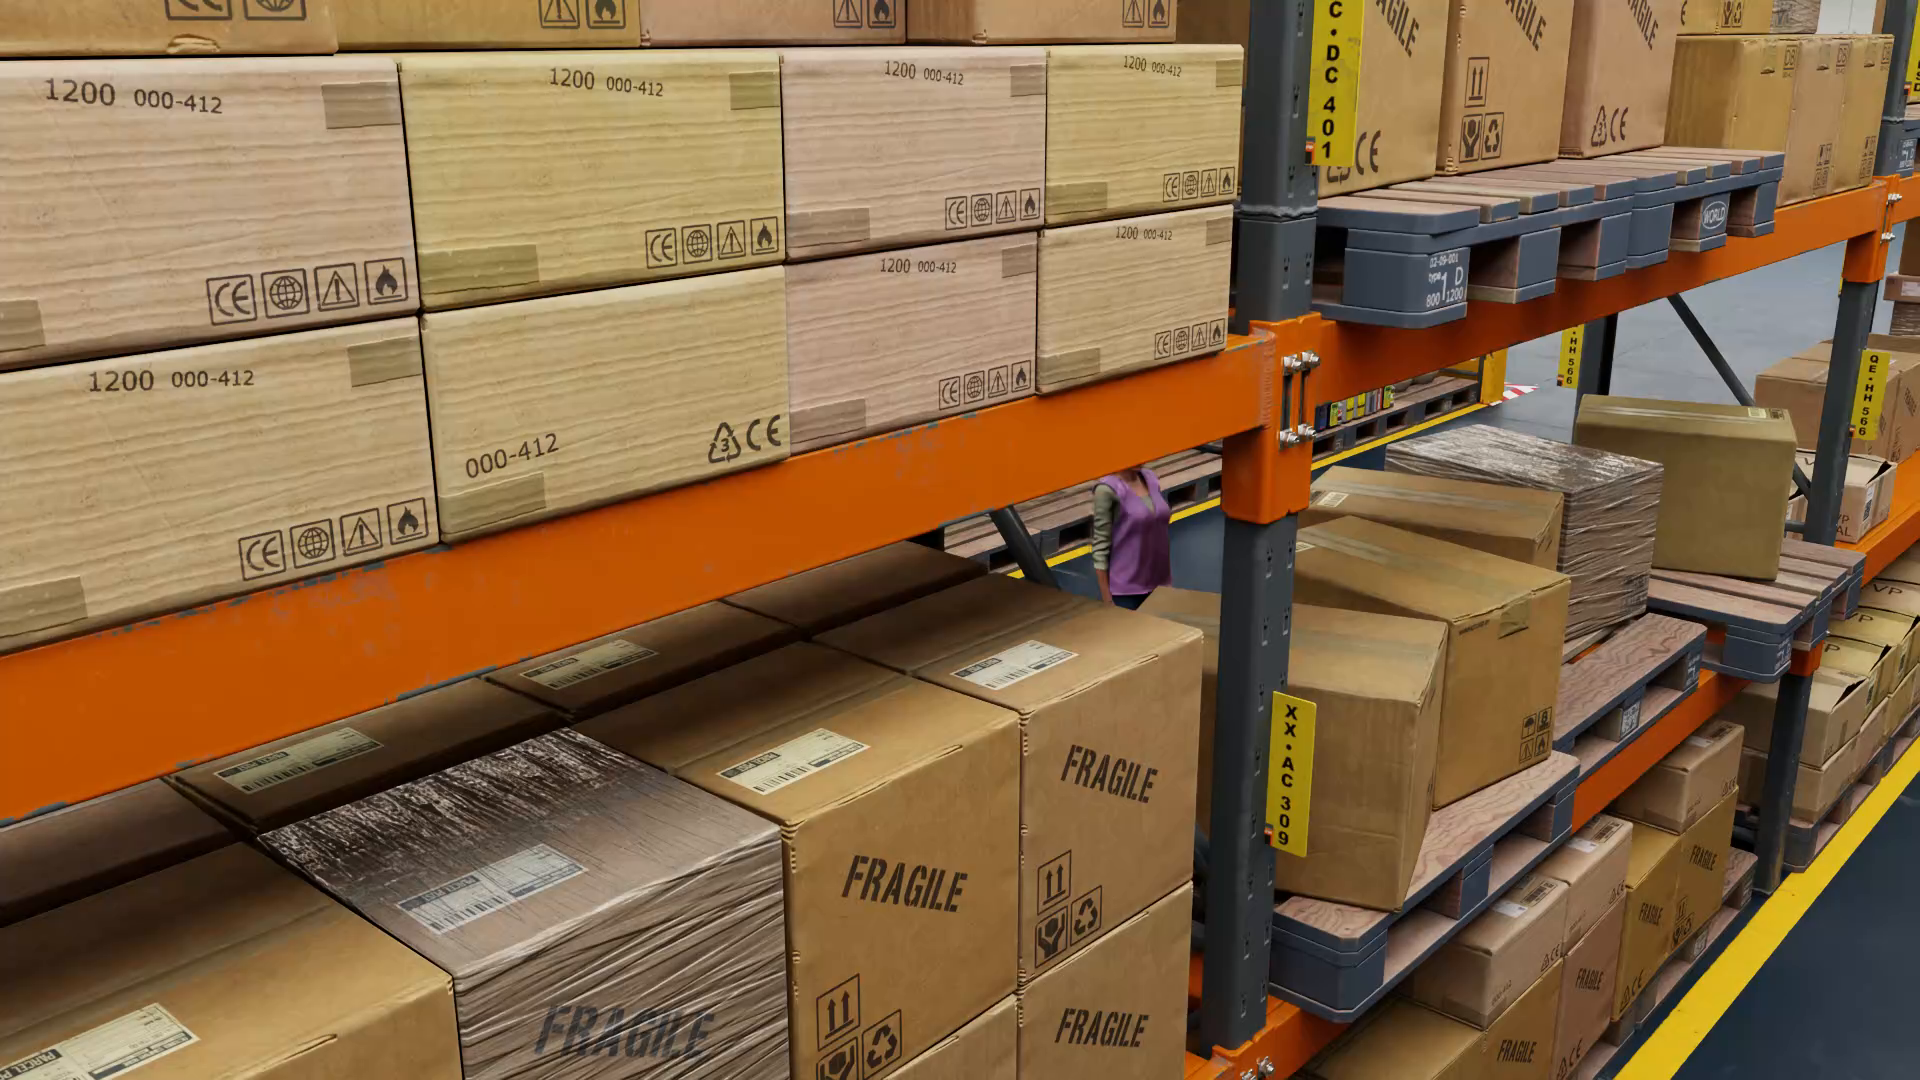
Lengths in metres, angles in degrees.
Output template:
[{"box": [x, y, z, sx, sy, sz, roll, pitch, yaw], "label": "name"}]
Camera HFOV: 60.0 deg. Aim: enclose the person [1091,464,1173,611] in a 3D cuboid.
[{"box": [0.823, 0.236, 7.735, 0.440, 1.589, 0.646, -14, 22, -39], "label": "person"}]
